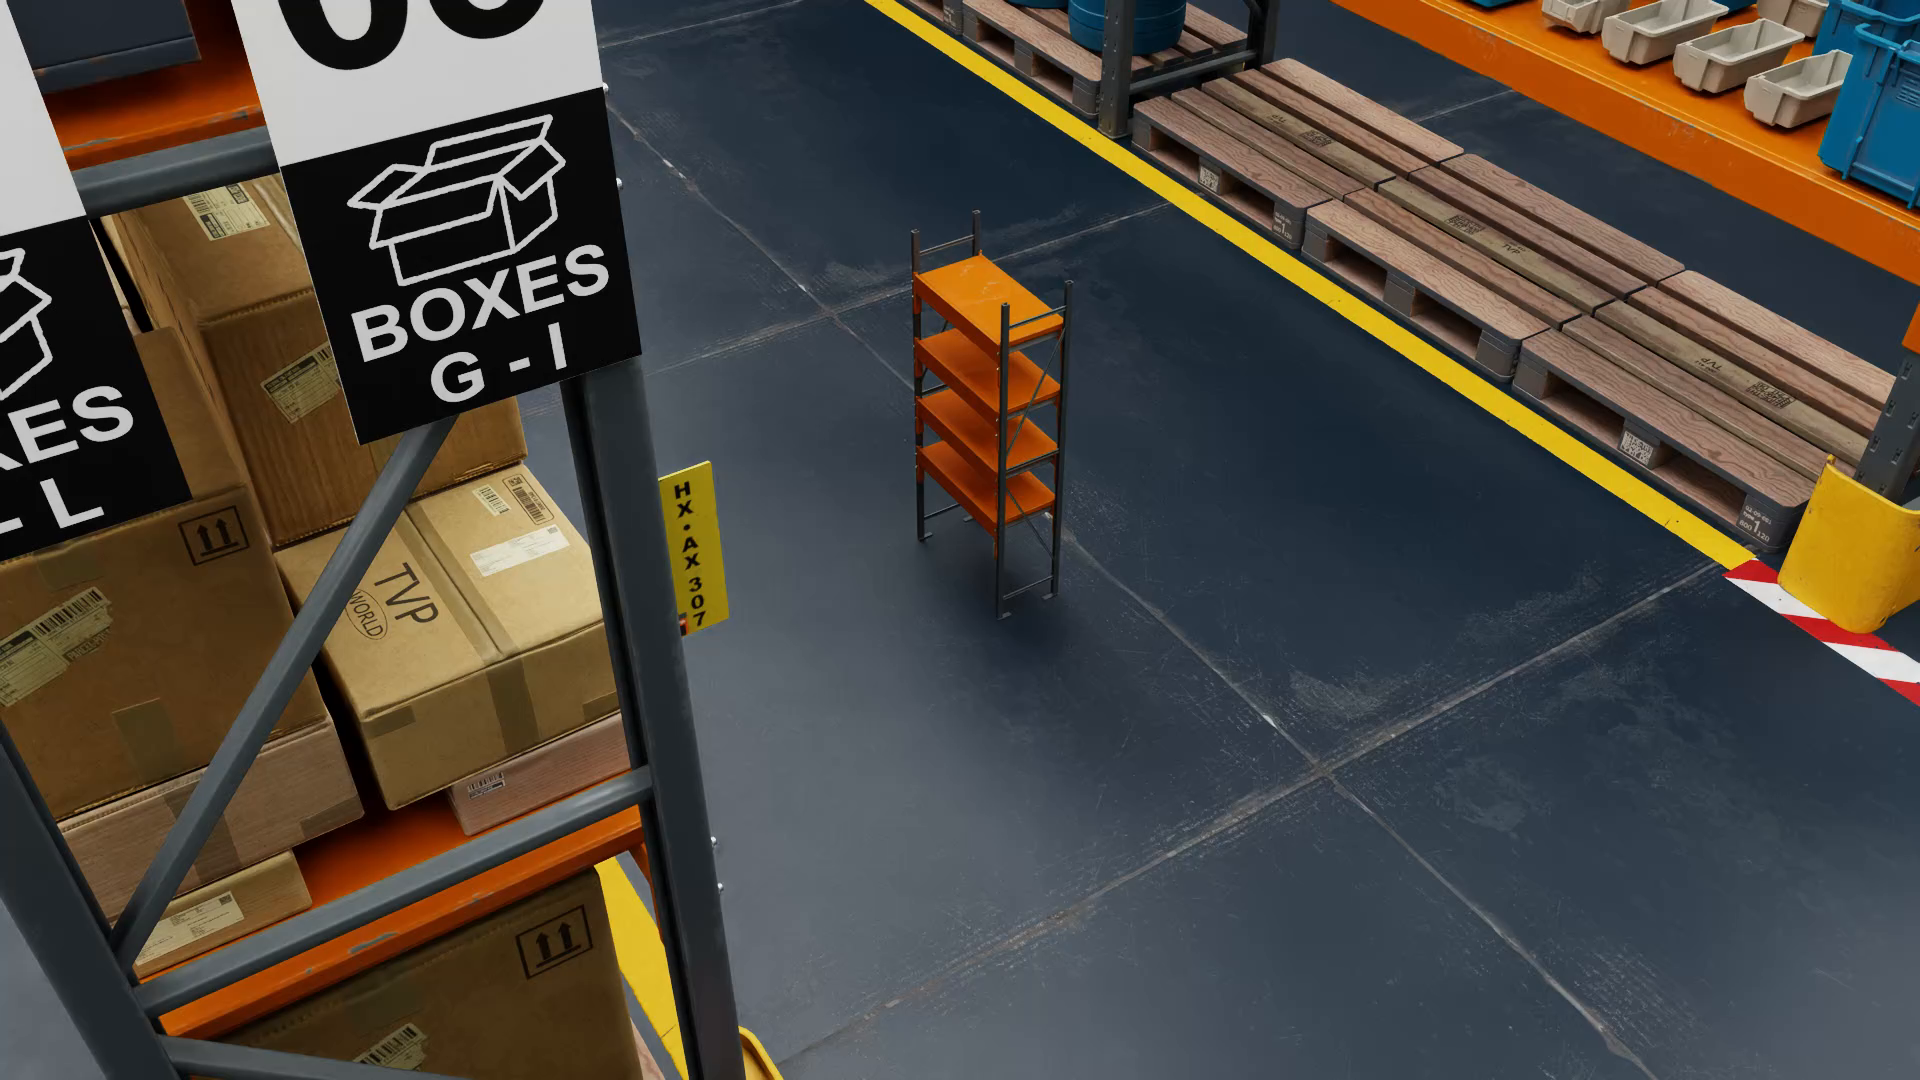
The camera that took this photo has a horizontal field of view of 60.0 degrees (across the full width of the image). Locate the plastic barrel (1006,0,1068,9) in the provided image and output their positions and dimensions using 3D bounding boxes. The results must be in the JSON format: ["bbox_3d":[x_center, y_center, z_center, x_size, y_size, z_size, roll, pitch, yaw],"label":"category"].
[{"bbox_3d":[0.468,-3.329,8.714,0.600,0.901,0.708,-22,45,-24],"label":"plastic barrel"}]

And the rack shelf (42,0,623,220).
[{"bbox_3d":[-1.973,-1.384,3.287,1.077,0.370,4.000,-22,45,-24],"label":"rack shelf"}]

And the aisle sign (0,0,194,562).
[{"bbox_3d":[-1.112,-0.285,1.719,0.394,0.787,0.004,-22,45,-24],"label":"aisle sign"}]

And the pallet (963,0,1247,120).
[{"bbox_3d":[0.748,-2.652,8.768,1.003,0.211,1.213,-22,45,-24],"label":"pallet"}]

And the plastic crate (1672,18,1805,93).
[{"bbox_3d":[2.543,-1.595,5.480,0.396,0.136,0.243,-22,45,-24],"label":"plastic crate"}]

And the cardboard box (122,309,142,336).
[{"bbox_3d":[-1.928,-0.204,3.537,0.500,0.250,0.500,-24,45,-26],"label":"cardboard box"}]

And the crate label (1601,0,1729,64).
[{"bbox_3d":[2.373,-1.737,5.650,0.396,0.136,0.243,-22,45,-24],"label":"crate label"}]

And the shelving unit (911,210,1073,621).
[{"bbox_3d":[0.089,-0.372,5.259,0.258,1.200,0.503,-22,45,-24],"label":"shelving unit"}]

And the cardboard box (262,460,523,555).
[{"bbox_3d":[-1.213,-0.116,3.430,0.500,0.250,0.500,-23,45,-25],"label":"cardboard box"}]

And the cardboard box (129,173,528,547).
[{"bbox_3d":[-1.197,-0.395,3.180,0.500,0.500,0.500,-23,45,-25],"label":"cardboard box"}]

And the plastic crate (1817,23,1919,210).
[{"bbox_3d":[2.941,-1.287,4.876,0.616,0.435,0.499,-22,45,-24],"label":"plastic crate"}]

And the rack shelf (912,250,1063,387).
[{"bbox_3d":[0.089,-0.673,5.007,0.258,0.148,0.480,-22,45,-24],"label":"rack shelf"}]

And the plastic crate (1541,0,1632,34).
[{"bbox_3d":[2.198,-1.890,5.834,0.298,0.136,0.250,-22,45,-24],"label":"plastic crate"}]

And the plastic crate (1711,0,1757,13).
[{"bbox_3d":[2.715,-2.050,5.950,0.416,0.233,0.300,-22,45,-24],"label":"plastic crate"}]

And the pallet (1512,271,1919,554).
[{"bbox_3d":[2.867,-0.521,6.210,1.003,0.211,1.213,-22,45,-24],"label":"pallet"}]

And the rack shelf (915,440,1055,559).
[{"bbox_3d":[0.089,-0.167,5.429,0.258,0.148,0.480,-22,45,-24],"label":"rack shelf"}]

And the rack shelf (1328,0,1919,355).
[{"bbox_3d":[2.203,-1.937,6.293,1.077,0.370,4.000,-22,45,-24],"label":"rack shelf"}]

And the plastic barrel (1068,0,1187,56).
[{"bbox_3d":[0.849,-2.947,8.255,0.600,0.901,0.708,-22,45,-24],"label":"plastic barrel"}]

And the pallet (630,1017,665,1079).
[{"bbox_3d":[-1.394,1.238,4.100,1.003,0.211,1.213,-22,45,-24],"label":"pallet"}]

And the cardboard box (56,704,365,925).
[{"bbox_3d":[-1.382,0.344,2.878,0.500,0.250,0.500,-23,45,-25],"label":"cardboard box"}]

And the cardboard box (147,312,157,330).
[{"bbox_3d":[-1.481,-0.388,3.757,0.500,0.250,0.500,-24,45,-26],"label":"cardboard box"}]

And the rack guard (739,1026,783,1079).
[{"bbox_3d":[-0.885,1.545,3.506,1.175,0.500,0.348,-22,45,-24],"label":"rack guard"}]

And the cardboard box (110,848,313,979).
[{"bbox_3d":[-1.367,0.589,2.896,0.380,0.149,0.250,-21,44,-24],"label":"cardboard box"}]

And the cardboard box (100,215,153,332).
[{"bbox_3d":[-1.766,-0.668,4.093,0.500,0.250,0.500,-23,45,-25],"label":"cardboard box"}]

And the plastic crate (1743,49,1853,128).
[{"bbox_3d":[2.687,-1.433,5.286,0.396,0.136,0.243,-22,45,-24],"label":"plastic crate"}]

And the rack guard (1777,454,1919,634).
[{"bbox_3d":[3.302,-0.165,5.557,1.175,0.500,0.348,-22,45,-24],"label":"rack guard"}]

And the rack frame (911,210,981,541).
[{"bbox_3d":[-0.042,-0.503,5.417,0.240,1.200,0.015,-22,45,-24],"label":"rack frame"}]

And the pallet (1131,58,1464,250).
[{"bbox_3d":[1.555,-1.838,7.791,1.003,0.211,1.213,-22,45,-24],"label":"pallet"}]

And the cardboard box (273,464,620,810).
[{"bbox_3d":[-0.928,0.163,3.097,0.500,0.250,0.500,-23,45,-25],"label":"cardboard box"}]

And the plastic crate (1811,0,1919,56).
[{"bbox_3d":[3.069,-1.694,5.524,0.416,0.233,0.300,-22,45,-24],"label":"plastic crate"}]

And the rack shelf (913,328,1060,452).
[{"bbox_3d":[0.089,-0.492,5.159,0.258,0.148,0.480,-22,45,-24],"label":"rack shelf"}]

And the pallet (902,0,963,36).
[{"bbox_3d":[0.088,-3.311,9.559,1.003,0.211,1.213,-22,45,-24],"label":"pallet"}]

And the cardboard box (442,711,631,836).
[{"bbox_3d":[-0.811,0.363,3.168,0.380,0.149,0.250,-22,44,-24],"label":"cardboard box"}]

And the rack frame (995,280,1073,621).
[{"bbox_3d":[0.220,-0.240,5.101,0.240,1.200,0.015,-22,45,-24],"label":"rack frame"}]

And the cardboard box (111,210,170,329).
[{"bbox_3d":[-1.481,-0.673,3.513,0.500,0.500,0.500,-23,45,-26],"label":"cardboard box"}]

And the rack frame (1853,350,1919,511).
[{"bbox_3d":[3.278,-1.134,4.767,1.000,3.000,0.127,-22,45,-24],"label":"rack frame"}]

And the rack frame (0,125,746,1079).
[{"bbox_3d":[-0.901,0.572,2.720,0.949,2.616,0.053,-22,45,-24],"label":"rack frame"}]

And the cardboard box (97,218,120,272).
[{"bbox_3d":[-2.035,-0.942,4.423,0.500,0.250,0.500,-21,44,-24],"label":"cardboard box"}]

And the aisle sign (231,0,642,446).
[{"bbox_3d":[-0.606,-0.492,1.966,0.394,0.787,0.004,-22,45,-24],"label":"aisle sign"}]

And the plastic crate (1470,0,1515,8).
[{"bbox_3d":[1.958,-2.113,6.026,0.416,0.233,0.300,-22,45,-24],"label":"plastic crate"}]

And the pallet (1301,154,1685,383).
[{"bbox_3d":[2.216,-1.179,7.000,1.003,0.211,1.213,-22,45,-24],"label":"pallet"}]

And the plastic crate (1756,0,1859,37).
[{"bbox_3d":[2.956,-1.870,5.810,0.250,0.136,0.298,-22,45,-24],"label":"plastic crate"}]

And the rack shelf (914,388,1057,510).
[{"bbox_3d":[0.089,-0.320,5.302,0.258,0.148,0.480,-22,45,-24],"label":"rack shelf"}]

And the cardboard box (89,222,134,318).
[{"bbox_3d":[-2.212,-0.484,3.872,0.500,0.250,0.500,-22,45,-24],"label":"cardboard box"}]

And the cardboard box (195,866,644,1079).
[{"bbox_3d":[-1.309,0.908,3.649,0.875,0.875,0.875,-22,45,-24],"label":"cardboard box"}]

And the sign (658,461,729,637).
[{"bbox_3d":[-0.427,0.020,2.644,0.100,0.325,0.005,-22,45,-24],"label":"sign"}]

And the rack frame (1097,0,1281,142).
[{"bbox_3d":[1.127,-3.293,7.358,1.000,3.000,0.127,-22,45,-24],"label":"rack frame"}]

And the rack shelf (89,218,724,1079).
[{"bbox_3d":[-1.973,-0.232,4.247,1.077,0.370,4.000,-22,45,-24],"label":"rack shelf"}]

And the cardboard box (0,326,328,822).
[{"bbox_3d":[-1.381,0.054,2.641,0.500,0.500,0.500,-22,44,-24],"label":"cardboard box"}]
